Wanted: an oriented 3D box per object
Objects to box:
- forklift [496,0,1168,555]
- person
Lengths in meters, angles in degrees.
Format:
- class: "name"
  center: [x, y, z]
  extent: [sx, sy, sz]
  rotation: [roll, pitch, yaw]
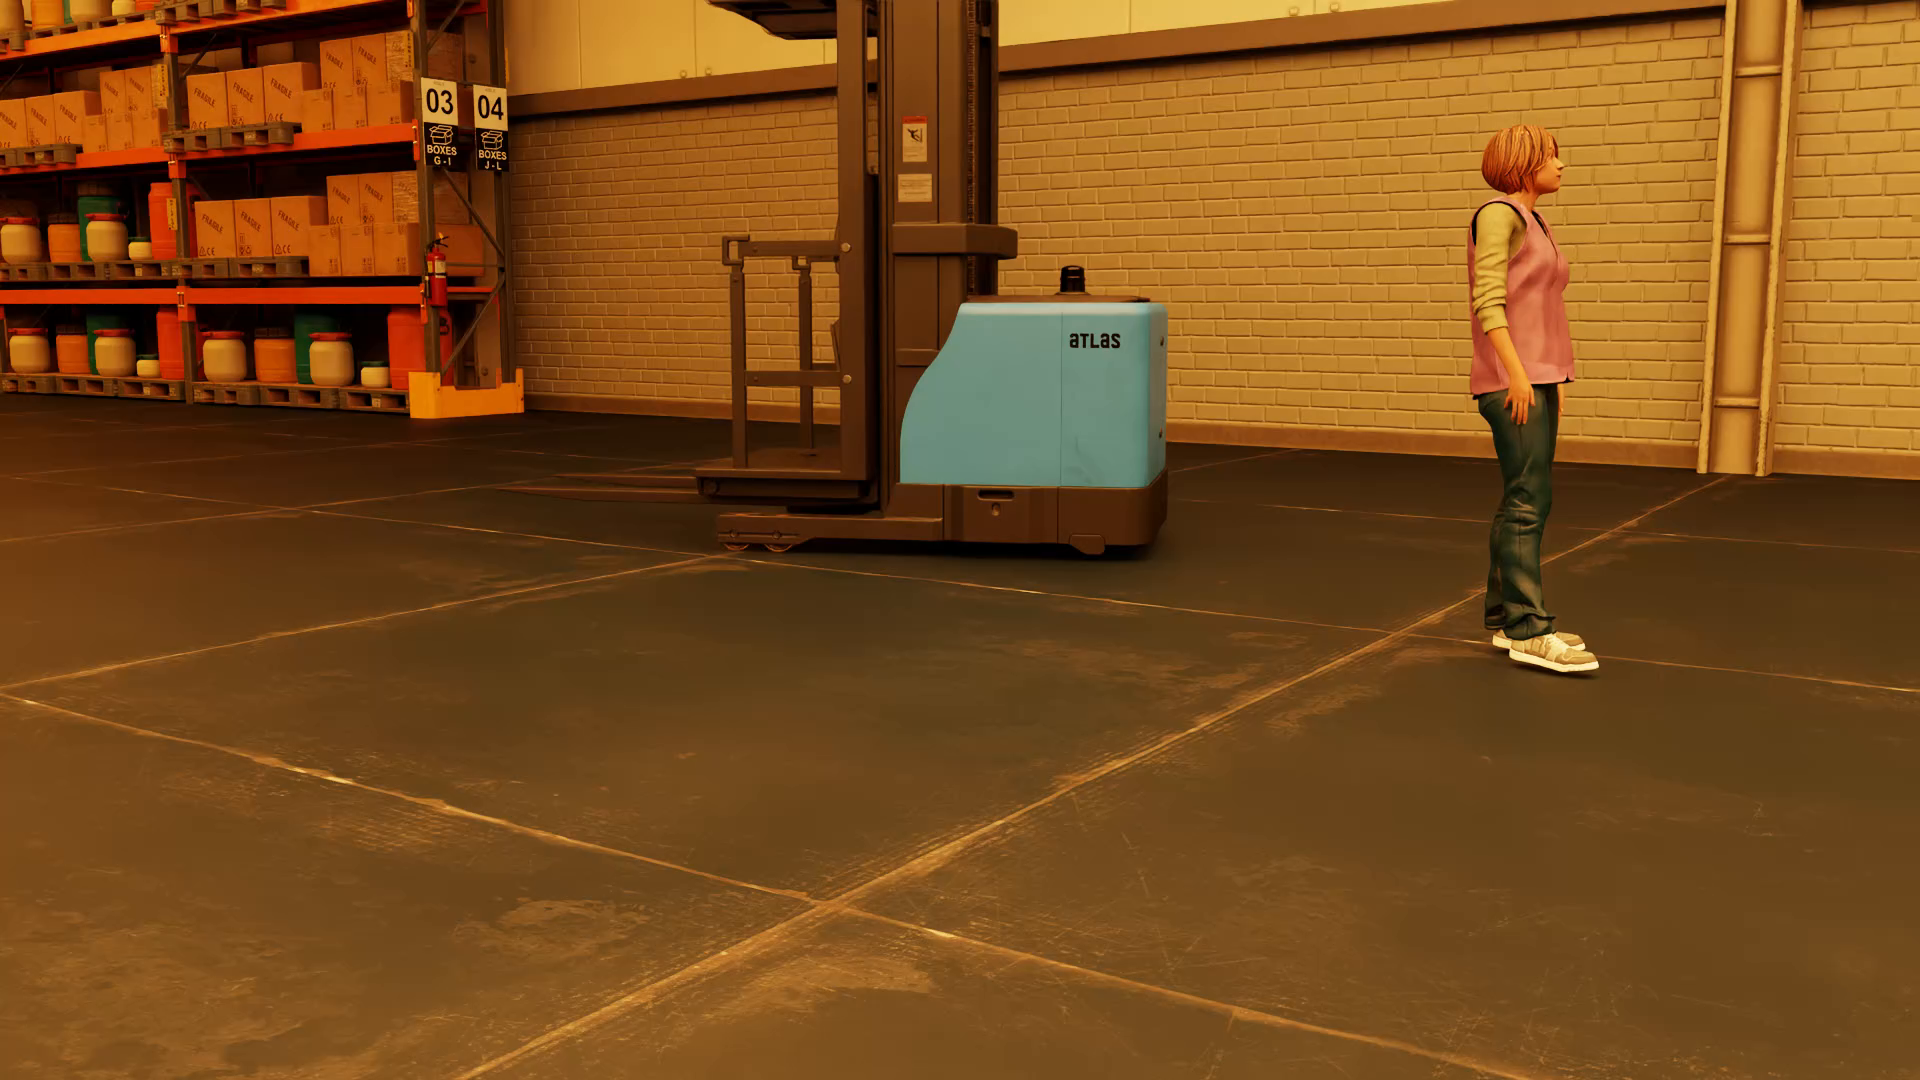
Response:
- class: "forklift"
  center: [-0.596, -1.469, 7.520]
  extent: [3.031, 2.935, 1.130]
  rotation: [2, 8, 12]
- class: "person"
  center: [1.763, -0.442, 4.990]
  extent: [0.472, 1.599, 0.521]
  rotation: [5, 10, 33]
